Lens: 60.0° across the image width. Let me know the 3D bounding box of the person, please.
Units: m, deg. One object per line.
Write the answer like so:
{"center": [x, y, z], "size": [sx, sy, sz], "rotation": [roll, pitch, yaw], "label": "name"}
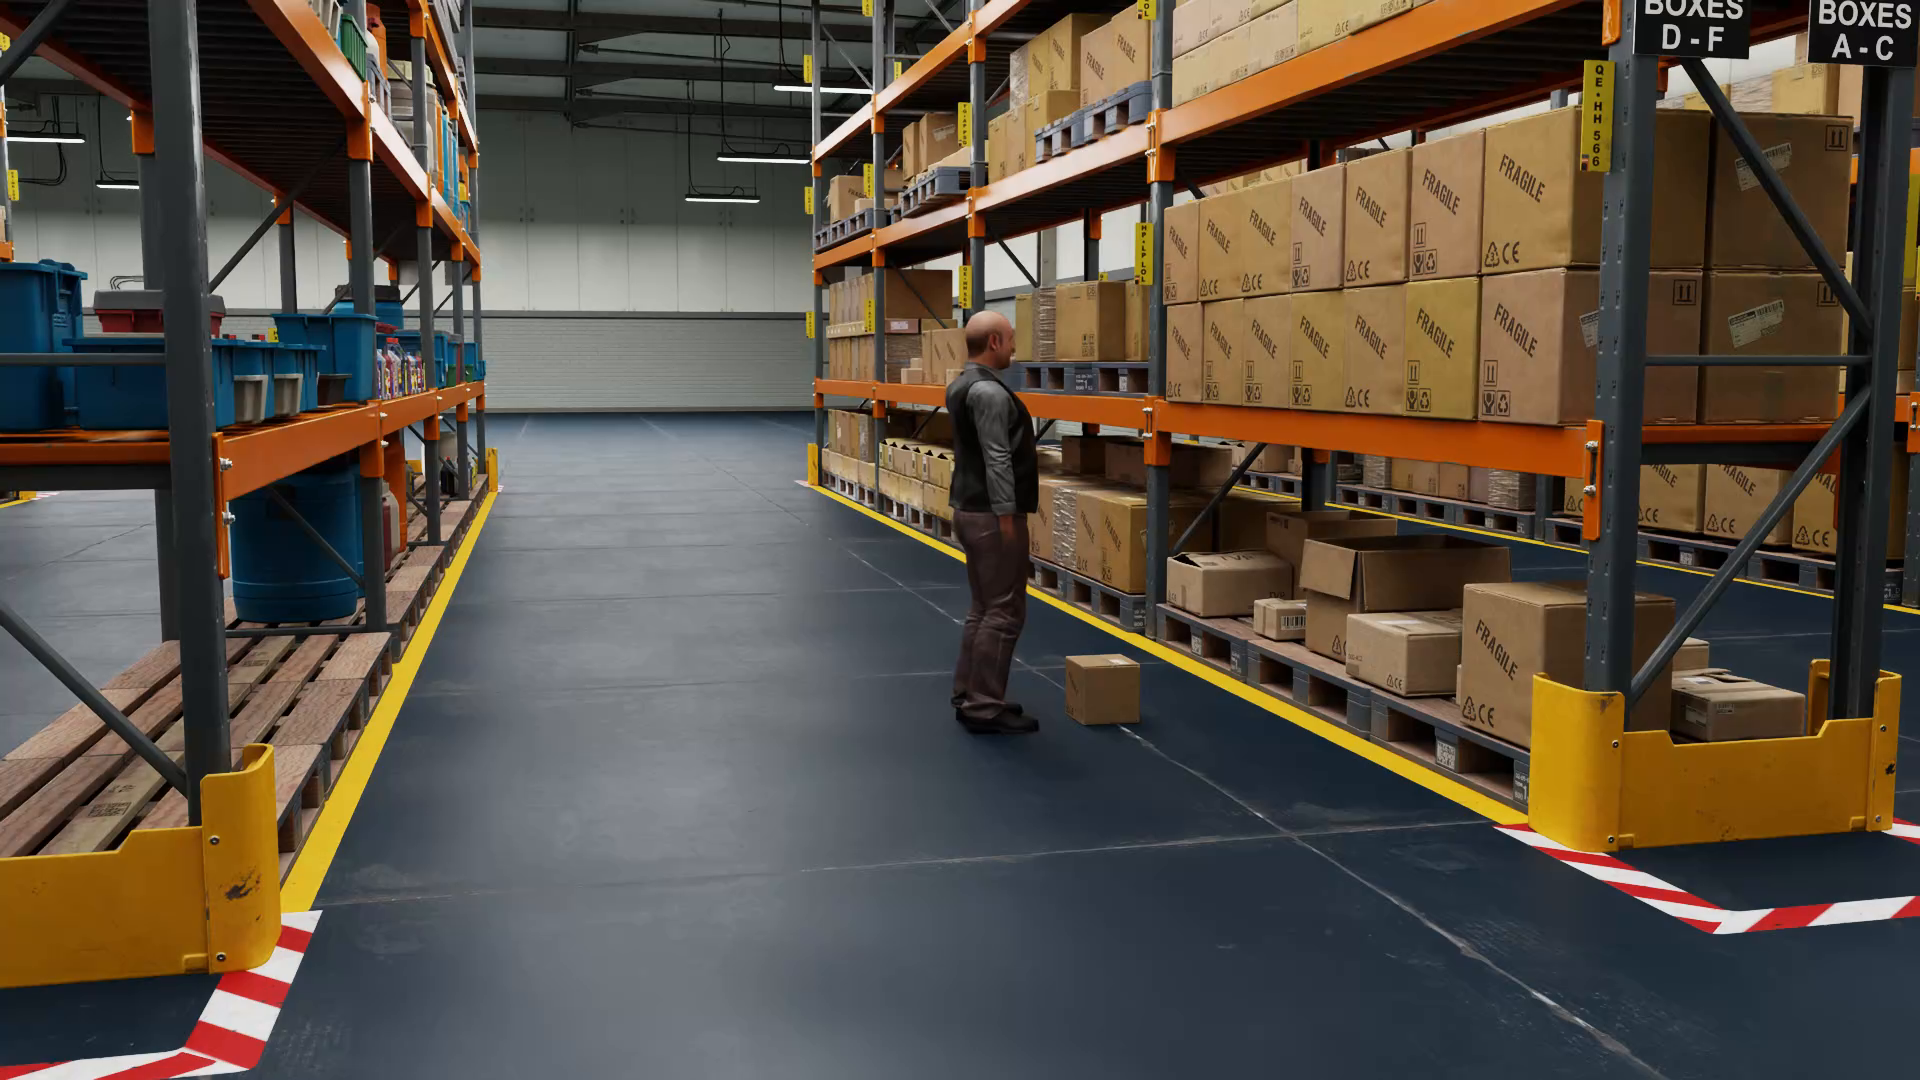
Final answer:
{"center": [0.135, -0.082, 6.886], "size": [0.360, 1.721, 0.533], "rotation": [-1, 6, -12], "label": "person"}
